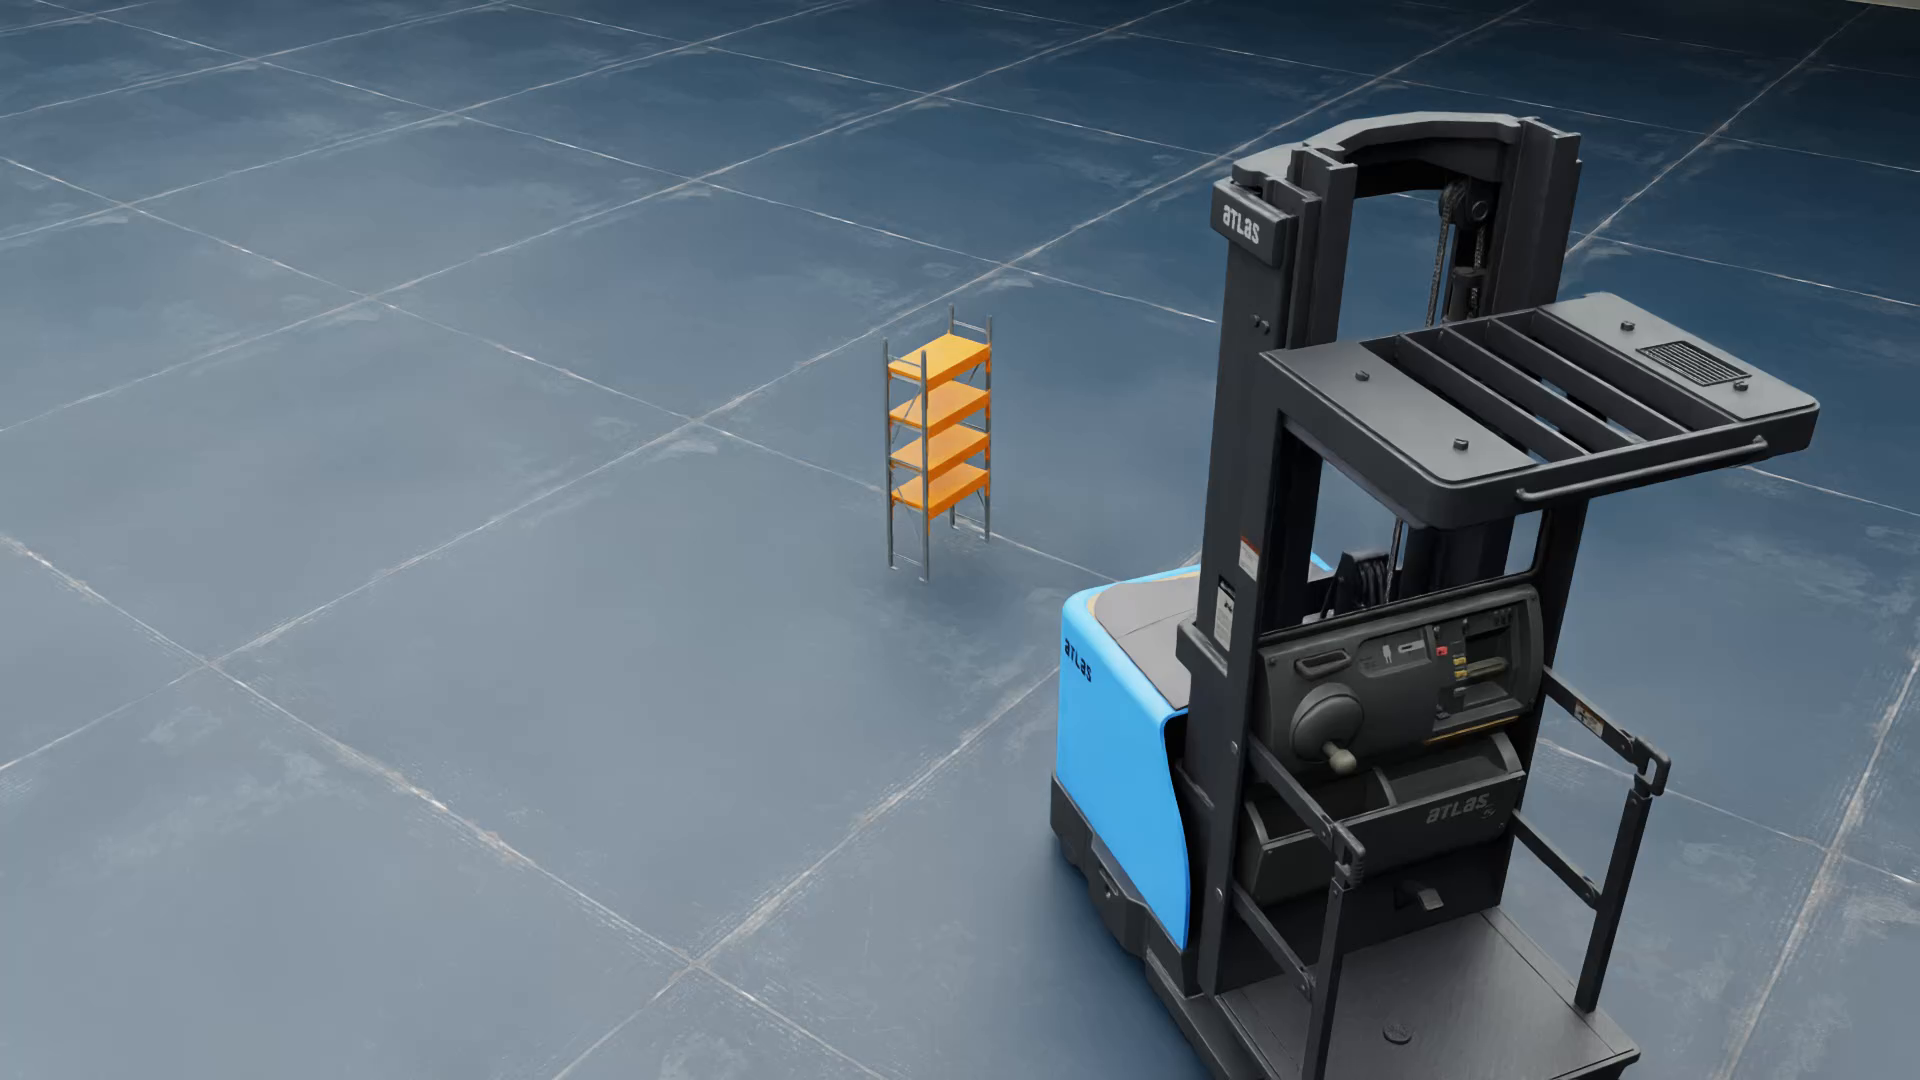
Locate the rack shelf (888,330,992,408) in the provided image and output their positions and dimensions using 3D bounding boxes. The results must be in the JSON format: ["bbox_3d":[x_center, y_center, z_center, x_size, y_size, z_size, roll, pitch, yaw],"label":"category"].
[{"bbox_3d":[-0.100,-0.787,7.630,0.258,0.148,0.480,21,37,31],"label":"rack shelf"}]

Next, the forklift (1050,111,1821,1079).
[{"bbox_3d":[1.364,0.454,4.608,1.130,2.935,3.031,-12,33,-19],"label":"forklift"}]

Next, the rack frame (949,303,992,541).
[{"bbox_3d":[0.047,-0.548,7.998,0.240,1.200,0.015,21,37,31],"label":"rack frame"}]

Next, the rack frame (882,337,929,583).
[{"bbox_3d":[-0.247,-0.350,7.663,0.240,1.200,0.015,21,37,31],"label":"rack frame"}]

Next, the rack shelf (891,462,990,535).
[{"bbox_3d":[-0.100,-0.220,7.966,0.258,0.148,0.480,21,37,31],"label":"rack shelf"}]

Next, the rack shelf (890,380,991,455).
[{"bbox_3d":[-0.100,-0.583,7.751,0.258,0.148,0.480,21,37,31],"label":"rack shelf"}]

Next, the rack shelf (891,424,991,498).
[{"bbox_3d":[-0.100,-0.391,7.865,0.258,0.148,0.480,21,37,31],"label":"rack shelf"}]

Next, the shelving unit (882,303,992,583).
[{"bbox_3d":[-0.100,-0.449,7.831,0.258,1.200,0.503,21,37,31],"label":"shelving unit"}]
